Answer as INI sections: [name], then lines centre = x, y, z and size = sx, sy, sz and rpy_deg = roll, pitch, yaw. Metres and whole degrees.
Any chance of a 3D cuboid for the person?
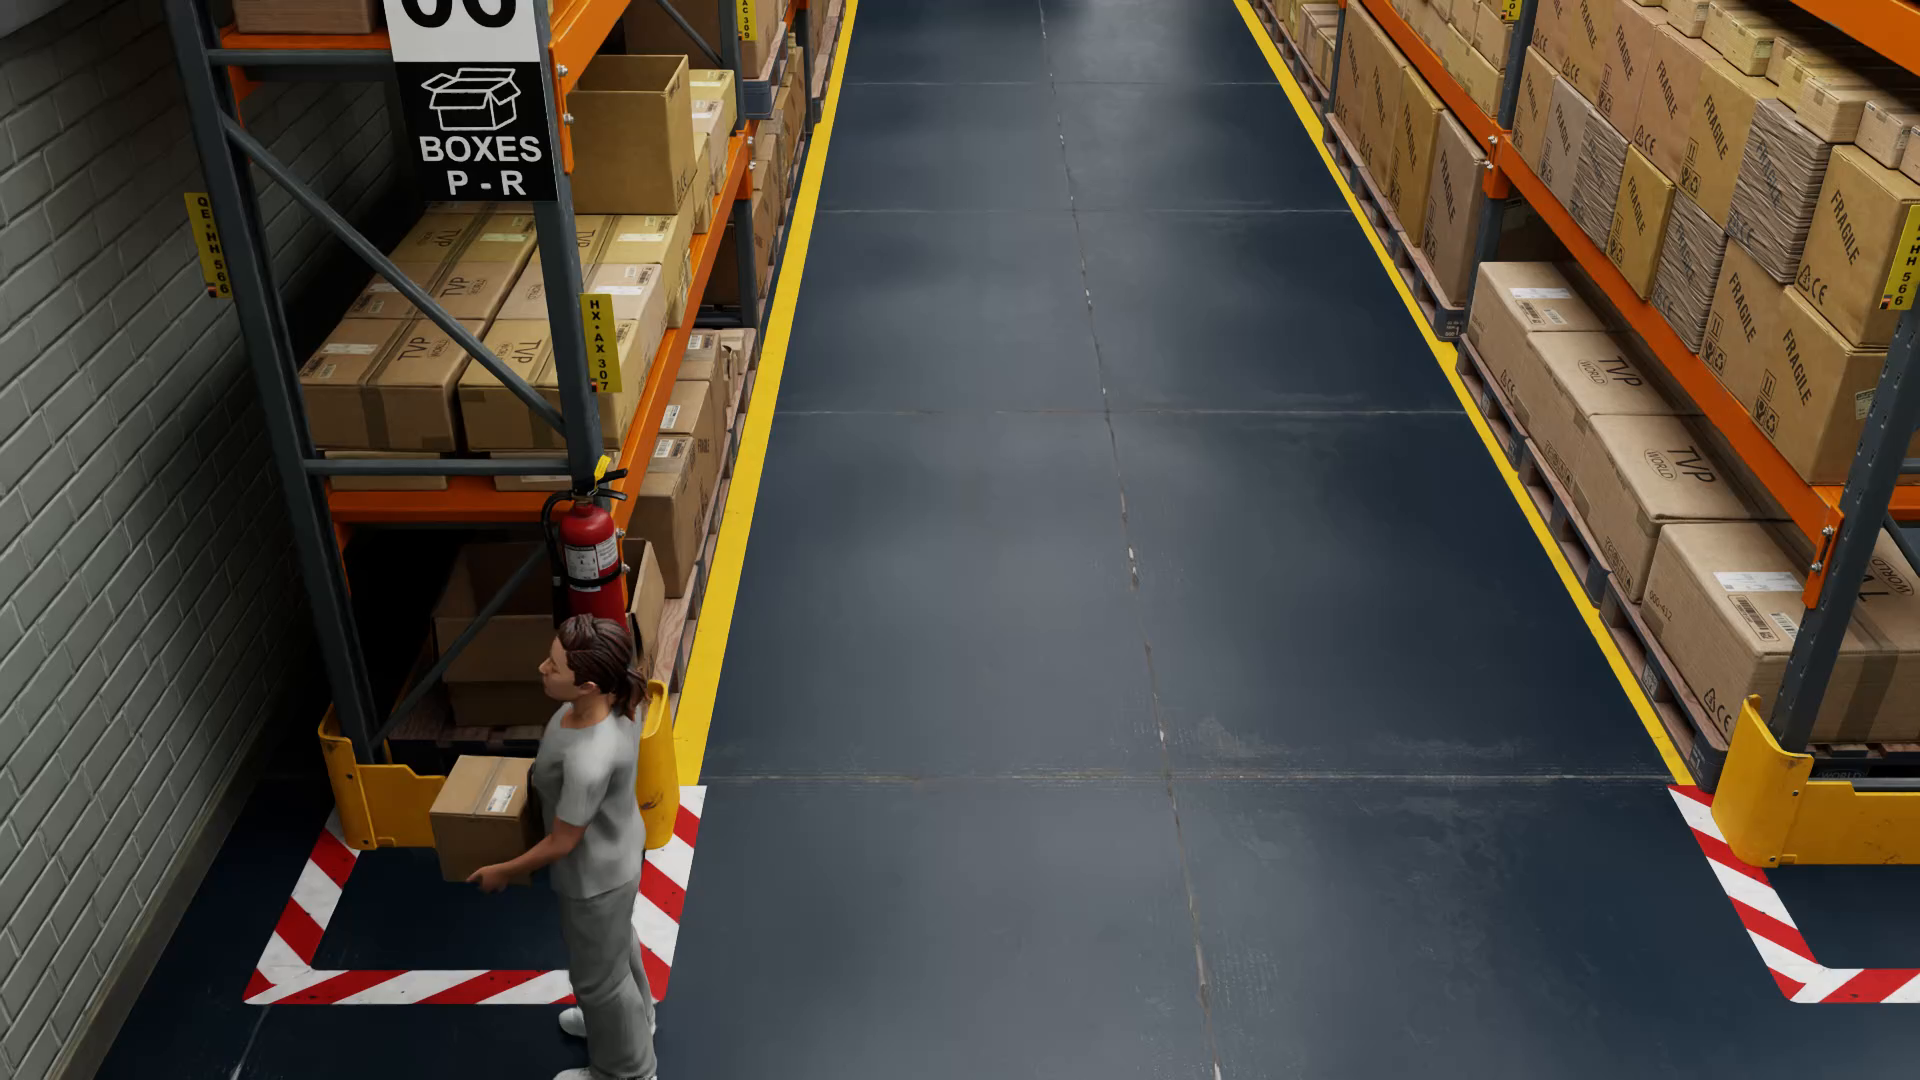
[person]
centre = -1.076, 0.911, 4.657
size = 0.540, 1.674, 0.458
rpy_deg = -3, 32, -4
